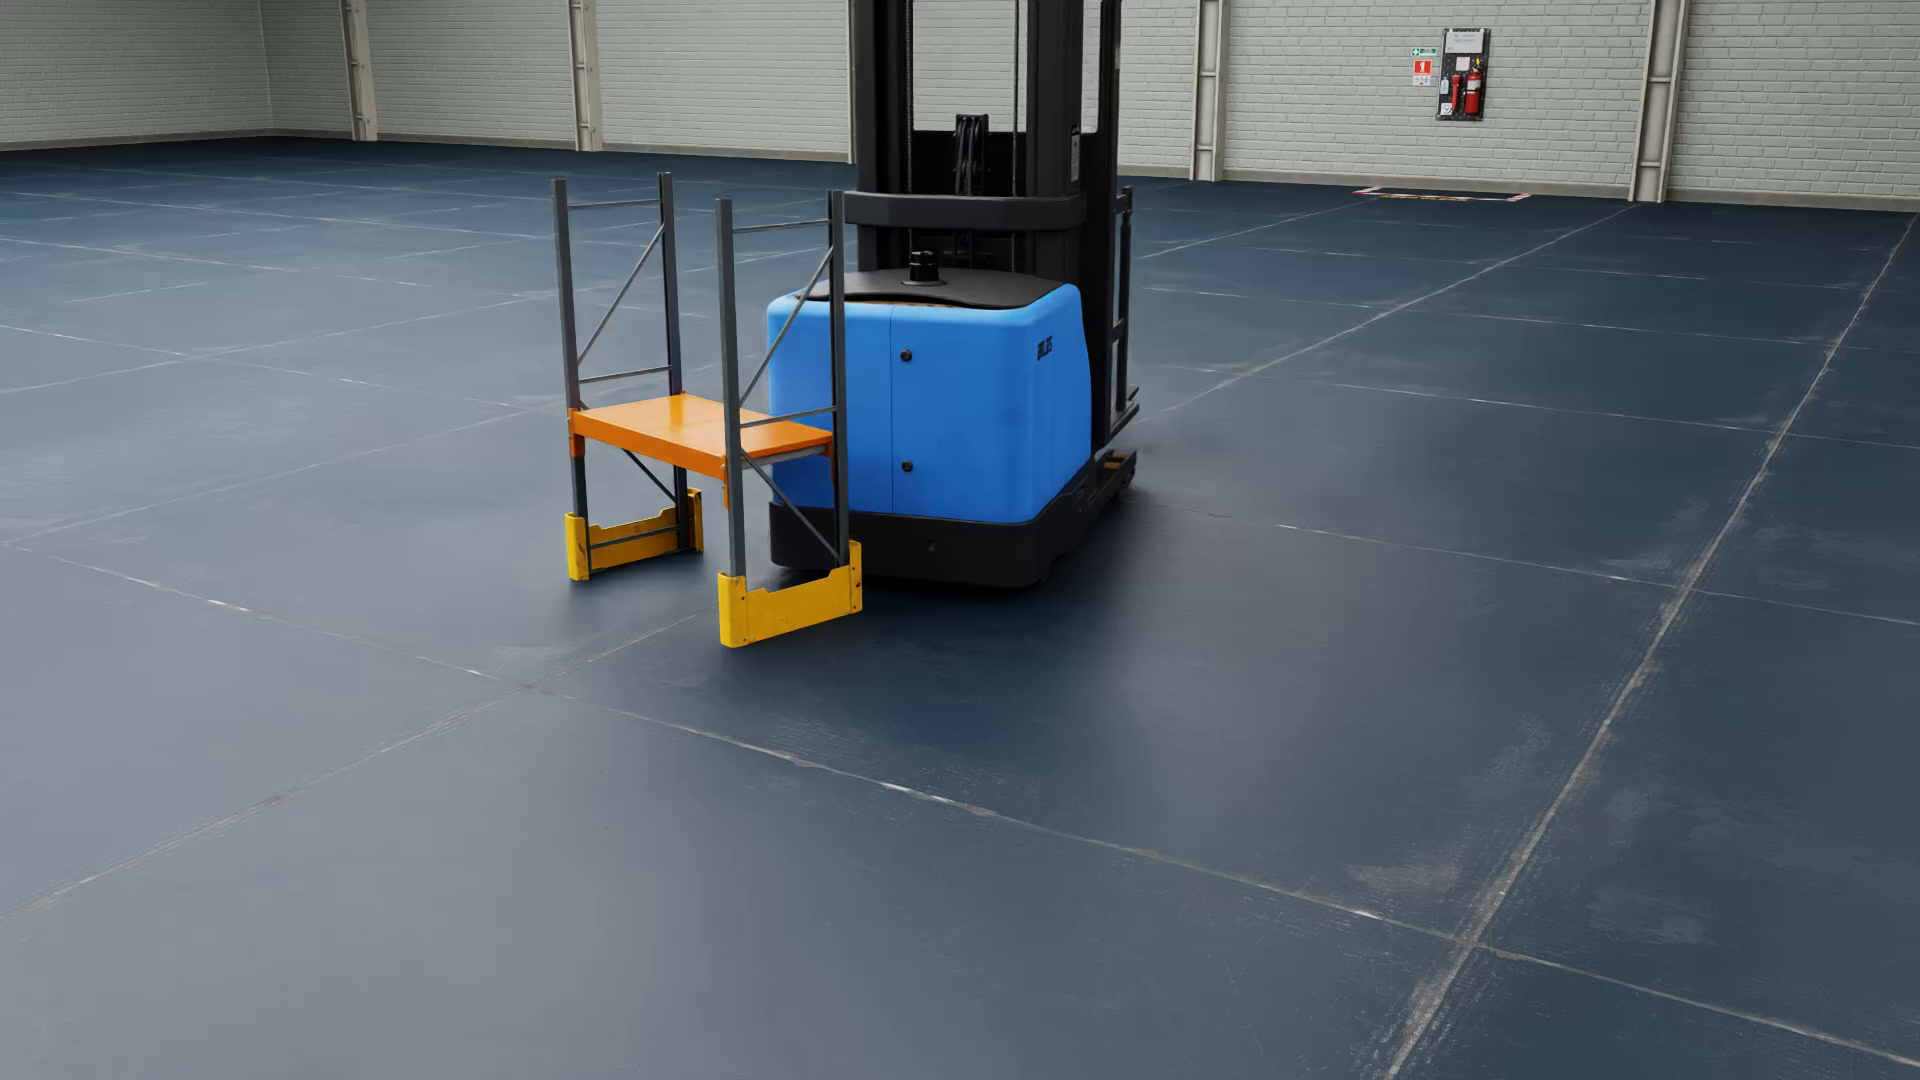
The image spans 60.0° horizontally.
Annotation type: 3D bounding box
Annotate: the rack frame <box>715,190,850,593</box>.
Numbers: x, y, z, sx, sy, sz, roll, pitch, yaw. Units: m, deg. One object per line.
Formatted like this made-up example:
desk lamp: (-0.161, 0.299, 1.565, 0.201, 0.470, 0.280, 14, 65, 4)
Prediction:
rack frame: (-0.588, -0.414, 5.664, 0.500, 1.500, 0.032, -15, 23, -41)

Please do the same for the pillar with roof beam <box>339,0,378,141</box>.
pillar with roof beam: (-14.042, -11.170, 28.171, 0.400, 9.000, 9.100, 10, 20, 30)

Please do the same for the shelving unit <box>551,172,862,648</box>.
shelving unit: (-0.931, -0.520, 6.012, 0.587, 1.500, 1.083, -15, 23, -41)

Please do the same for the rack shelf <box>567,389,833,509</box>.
rack shelf: (-0.937, -0.350, 6.070, 0.538, 0.185, 1.000, -15, 23, -41)

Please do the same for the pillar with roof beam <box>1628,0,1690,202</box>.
pillar with roof beam: (6.409, -7.520, 16.153, 0.400, 9.000, 9.100, 10, 20, 30)

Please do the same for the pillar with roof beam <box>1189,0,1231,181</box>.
pillar with roof beam: (1.297, -8.432, 19.158, 0.400, 9.000, 9.100, 10, 20, 30)

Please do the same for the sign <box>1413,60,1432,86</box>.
sign: (6.159, -6.227, 22.160, 0.234, 0.329, 0.001, 10, 20, 30)

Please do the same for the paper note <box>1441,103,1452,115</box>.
paper note: (6.462, -5.723, 22.077, 0.142, 0.148, 0.016, 10, 20, 30)

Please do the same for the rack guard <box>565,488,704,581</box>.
rack guard: (-1.272, -0.027, 6.540, 0.587, 0.250, 0.087, -15, 23, -41)

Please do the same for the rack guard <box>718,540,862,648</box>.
rack guard: (-0.589, 0.184, 5.847, 0.587, 0.250, 0.087, -15, 23, -41)

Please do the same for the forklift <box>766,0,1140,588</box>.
forklift: (0.185, -1.617, 7.162, 1.130, 2.935, 3.031, 5, 18, 16)

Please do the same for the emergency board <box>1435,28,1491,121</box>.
emergency board: (6.576, -6.101, 21.804, 0.643, 1.169, 0.194, 10, 20, 30)

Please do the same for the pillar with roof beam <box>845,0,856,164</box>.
pillar with roof beam: (-3.816, -9.345, 22.162, 0.400, 9.000, 9.100, 10, 20, 30)

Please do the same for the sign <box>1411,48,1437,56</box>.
sign: (6.158, -6.478, 22.073, 0.331, 0.109, 0.001, 10, 20, 30)

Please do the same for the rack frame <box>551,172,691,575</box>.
rack frame: (-1.286, -0.629, 6.372, 0.500, 1.500, 0.032, -15, 23, -41)

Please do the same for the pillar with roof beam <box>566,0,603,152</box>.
pillar with roof beam: (-8.929, -10.257, 25.167, 0.400, 9.000, 9.100, 10, 20, 30)
